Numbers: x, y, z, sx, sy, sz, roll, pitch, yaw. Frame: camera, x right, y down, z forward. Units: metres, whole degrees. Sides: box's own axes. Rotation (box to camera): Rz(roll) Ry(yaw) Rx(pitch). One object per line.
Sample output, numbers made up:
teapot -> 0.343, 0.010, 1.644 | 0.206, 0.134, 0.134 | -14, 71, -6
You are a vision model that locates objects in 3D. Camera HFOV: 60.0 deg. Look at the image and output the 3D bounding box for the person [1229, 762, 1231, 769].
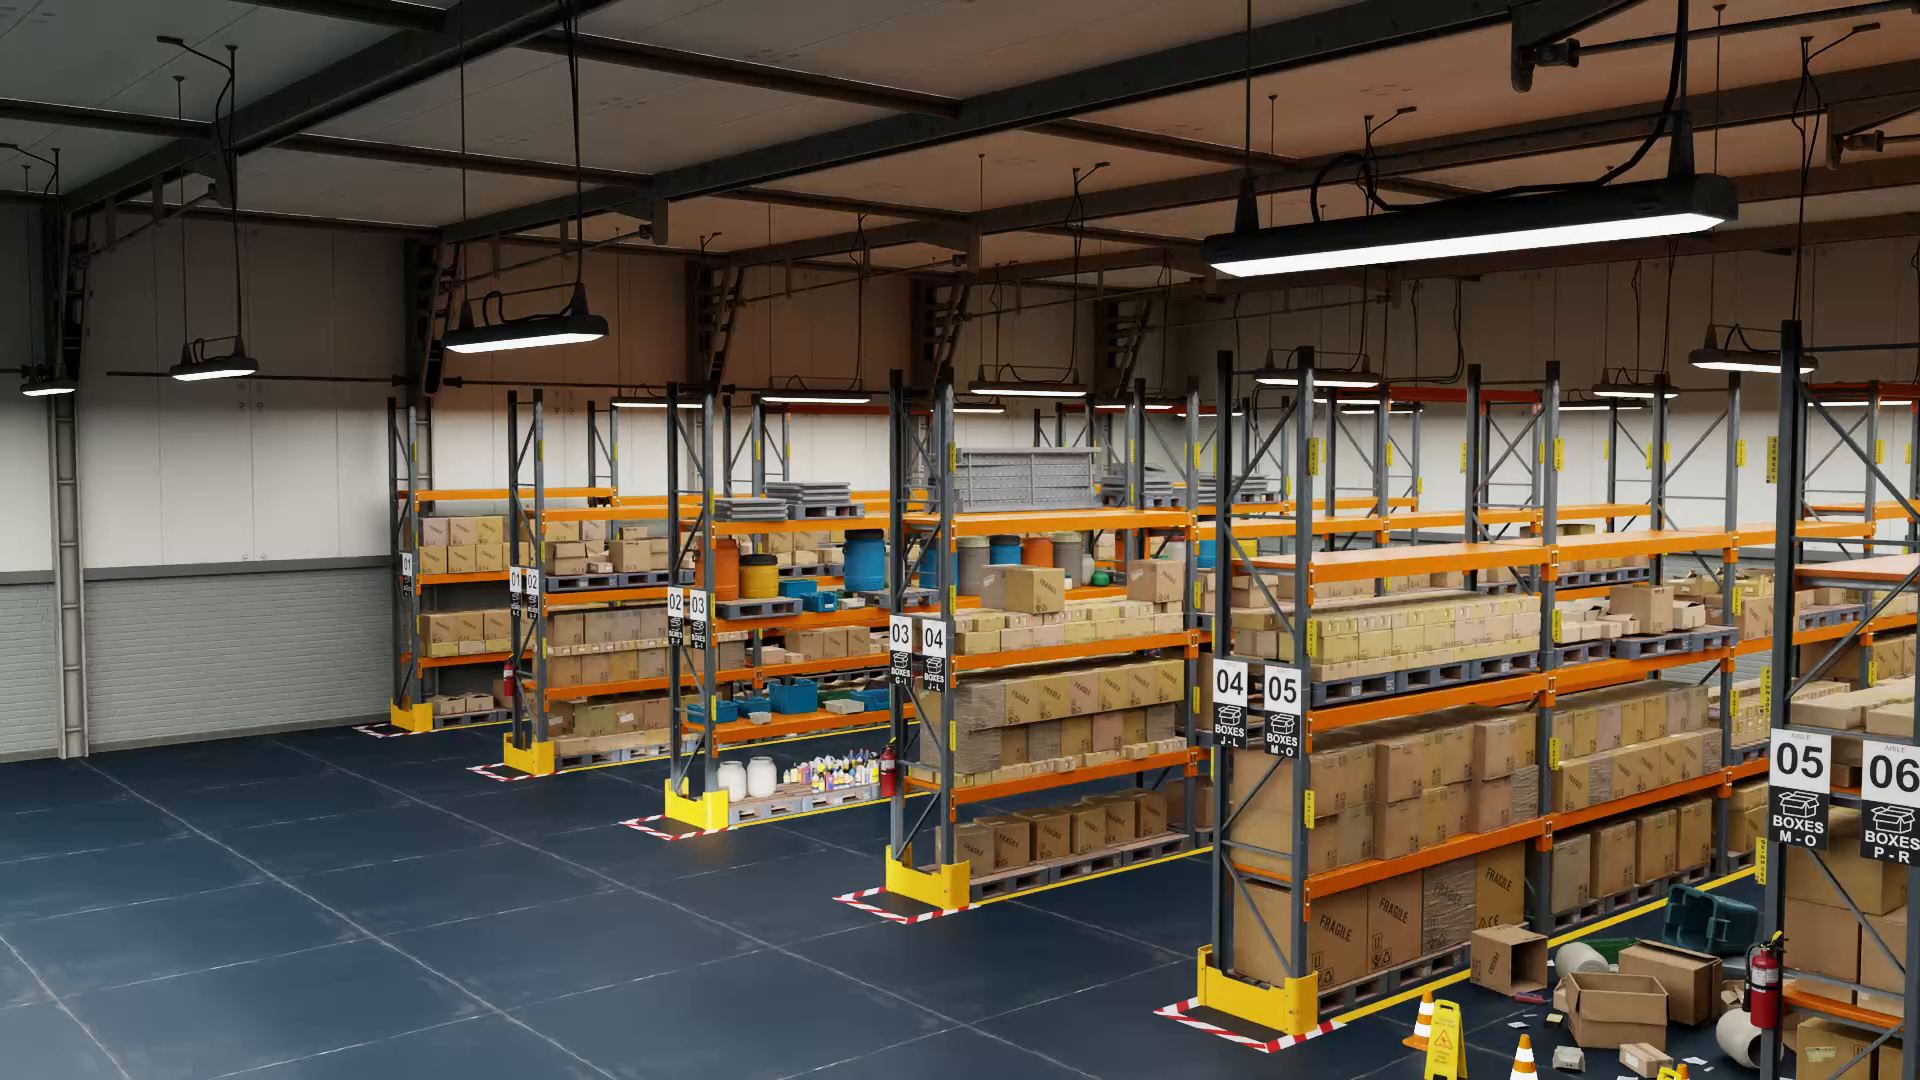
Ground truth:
person -> 4.219, 2.995, 24.854 | 1.025, 1.509, 0.598 | -2, 4, -32
